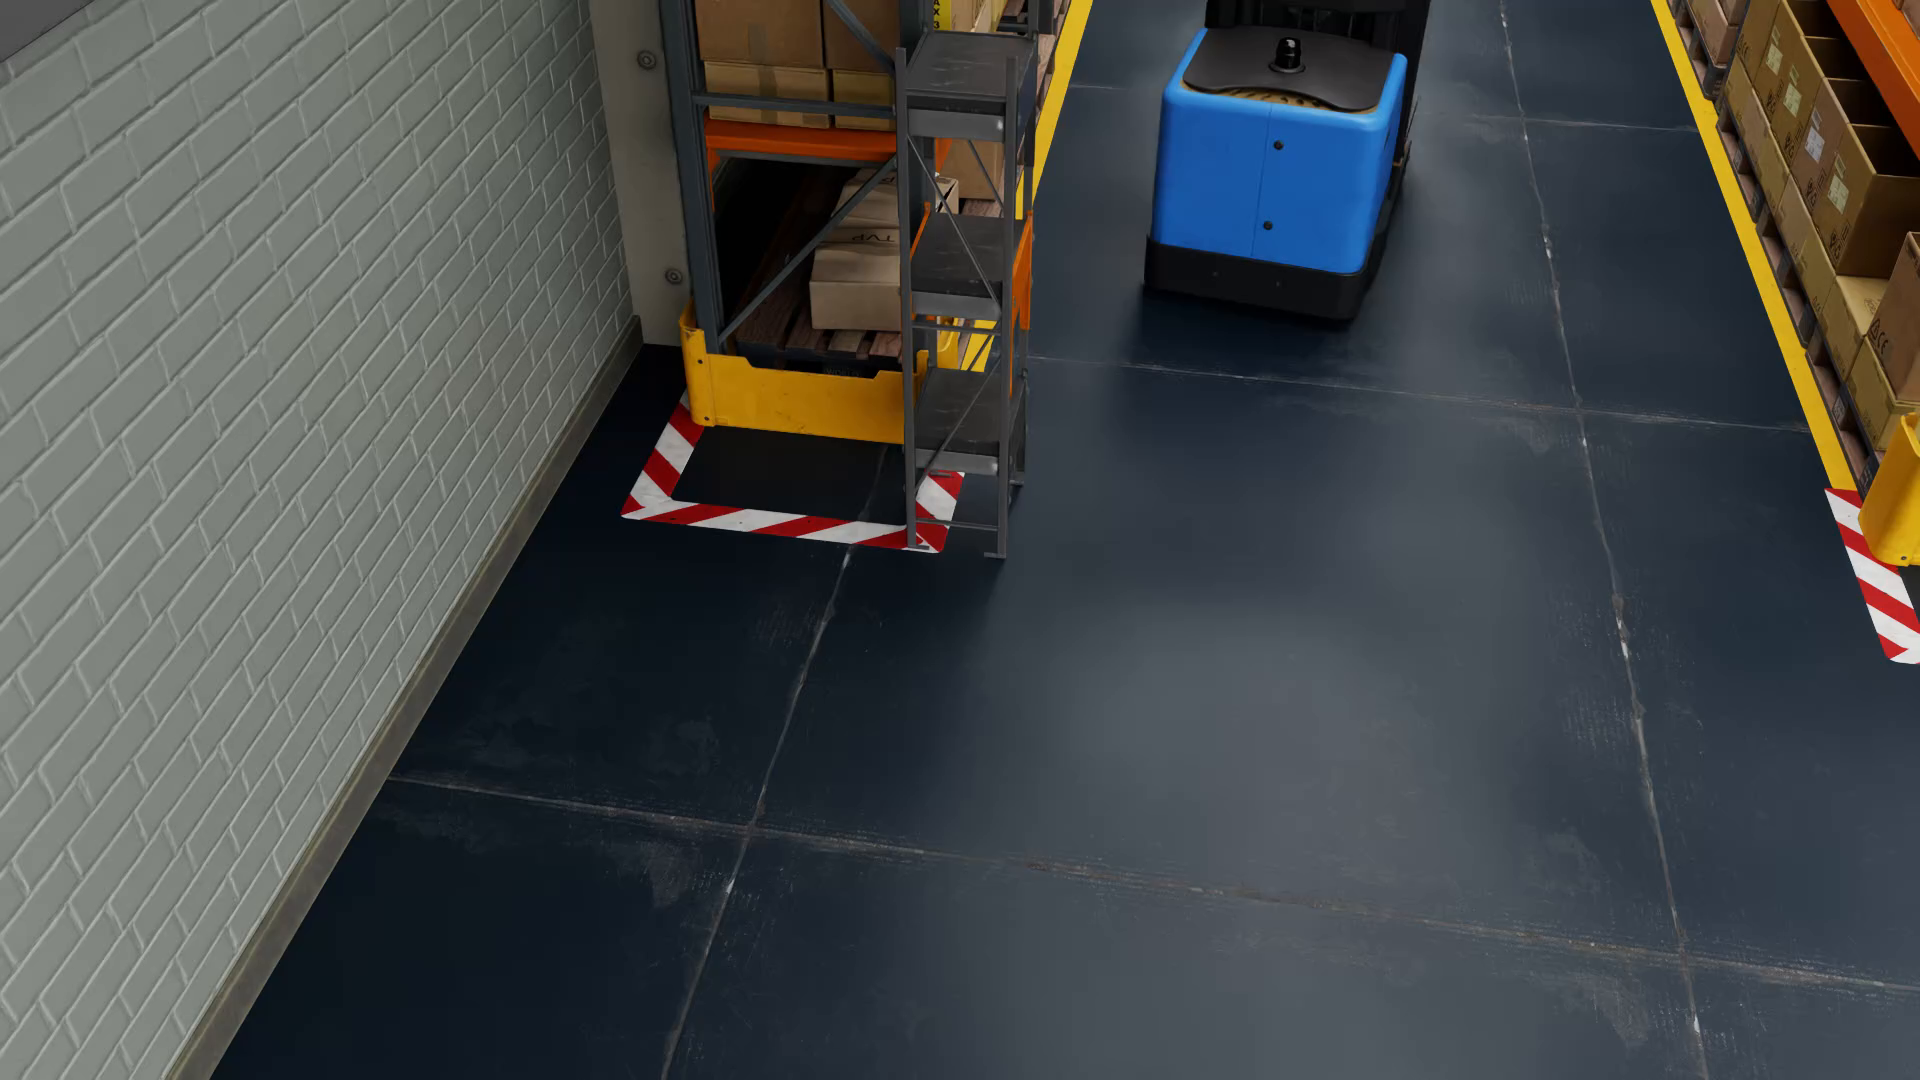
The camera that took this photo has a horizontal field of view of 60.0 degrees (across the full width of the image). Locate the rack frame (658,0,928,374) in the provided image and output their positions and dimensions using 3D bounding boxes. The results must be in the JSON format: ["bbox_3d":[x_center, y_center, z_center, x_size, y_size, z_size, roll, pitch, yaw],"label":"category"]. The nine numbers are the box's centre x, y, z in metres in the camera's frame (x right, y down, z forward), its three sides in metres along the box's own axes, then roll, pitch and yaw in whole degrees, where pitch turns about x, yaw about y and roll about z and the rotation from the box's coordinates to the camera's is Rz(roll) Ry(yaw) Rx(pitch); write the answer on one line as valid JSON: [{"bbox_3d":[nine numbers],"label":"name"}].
[{"bbox_3d":[-0.618,-1.668,6.413,1.000,3.000,0.127,6,40,8],"label":"rack frame"}]

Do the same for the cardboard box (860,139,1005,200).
[{"bbox_3d":[-0.135,-2.111,8.565,0.700,0.500,0.500,4,40,5],"label":"cardboard box"}]

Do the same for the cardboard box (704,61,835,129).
[{"bbox_3d":[-0.728,-1.932,6.835,0.500,0.250,0.500,7,40,8],"label":"cardboard box"}]

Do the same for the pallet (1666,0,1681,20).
[{"bbox_3d":[5.251,-3.794,11.173,1.003,0.211,1.213,6,40,8],"label":"pallet"}]

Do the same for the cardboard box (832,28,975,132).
[{"bbox_3d":[-0.221,-1.889,6.782,0.500,0.250,0.500,5,40,6],"label":"cardboard box"}]

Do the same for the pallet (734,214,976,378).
[{"bbox_3d":[-0.430,-1.147,7.971,1.003,0.211,1.213,6,40,8],"label":"pallet"}]

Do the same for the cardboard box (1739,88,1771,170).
[{"bbox_3d":[4.483,-2.165,8.843,0.500,0.250,0.500,6,40,8],"label":"cardboard box"}]

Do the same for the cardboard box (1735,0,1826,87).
[{"bbox_3d":[4.565,-2.769,8.985,0.500,0.500,0.500,6,40,8],"label":"cardboard box"}]

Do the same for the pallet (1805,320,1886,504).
[{"bbox_3d":[4.352,-0.534,7.230,1.003,0.211,1.213,6,40,8],"label":"pallet"}]

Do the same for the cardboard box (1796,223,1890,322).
[{"bbox_3d":[4.223,-1.224,7.705,0.500,0.250,0.500,6,40,8],"label":"cardboard box"}]

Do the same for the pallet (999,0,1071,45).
[{"bbox_3d":[0.207,-3.592,10.929,1.003,0.211,1.213,6,40,8],"label":"pallet"}]

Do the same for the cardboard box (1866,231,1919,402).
[{"bbox_3d":[4.061,-0.884,6.705,0.500,0.500,0.500,6,40,8],"label":"cardboard box"}]

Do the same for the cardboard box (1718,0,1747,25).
[{"bbox_3d":[4.741,-3.238,9.701,0.500,0.311,0.500,6,40,8],"label":"cardboard box"}]

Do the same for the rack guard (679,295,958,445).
[{"bbox_3d":[-0.605,-0.752,7.267,1.175,0.500,0.348,6,40,8],"label":"rack guard"}]

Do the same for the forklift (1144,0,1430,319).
[{"bbox_3d":[1.860,-3.127,8.232,1.130,2.935,3.031,12,41,14],"label":"forklift"}]

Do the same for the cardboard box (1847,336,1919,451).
[{"bbox_3d":[4.063,-0.595,6.944,0.500,0.250,0.500,6,40,8],"label":"cardboard box"}]

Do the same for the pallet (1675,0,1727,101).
[{"bbox_3d":[5.043,-3.026,10.244,1.003,0.211,1.213,6,40,8],"label":"pallet"}]

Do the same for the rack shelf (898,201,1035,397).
[{"bbox_3d":[0.029,-0.903,6.215,0.431,0.518,0.480,6,40,8],"label":"rack shelf"}]

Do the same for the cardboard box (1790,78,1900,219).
[{"bbox_3d":[4.307,-1.827,7.846,0.500,0.500,0.500,6,40,8],"label":"cardboard box"}]

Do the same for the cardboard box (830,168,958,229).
[{"bbox_3d":[-0.311,-1.583,8.075,0.500,0.311,0.500,10,41,11],"label":"cardboard box"}]

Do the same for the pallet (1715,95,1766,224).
[{"bbox_3d":[4.775,-2.065,9.082,1.003,0.211,1.213,6,40,8],"label":"pallet"}]

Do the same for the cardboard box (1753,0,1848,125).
[{"bbox_3d":[4.486,-2.454,8.604,0.500,0.500,0.500,6,40,8],"label":"cardboard box"}]

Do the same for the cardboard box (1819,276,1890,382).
[{"bbox_3d":[4.138,-0.910,7.325,0.500,0.250,0.500,6,40,8],"label":"cardboard box"}]

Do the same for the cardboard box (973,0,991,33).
[{"bbox_3d":[-0.145,-2.216,7.178,0.500,0.250,0.500,5,40,6],"label":"cardboard box"}]

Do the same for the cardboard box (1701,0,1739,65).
[{"bbox_3d":[4.740,-3.028,9.887,0.500,0.250,0.500,6,40,7],"label":"cardboard box"}]

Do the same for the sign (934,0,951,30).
[{"bbox_3d":[-0.084,-1.942,6.065,0.100,0.325,0.005,6,40,8],"label":"sign"}]

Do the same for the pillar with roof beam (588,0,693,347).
[{"bbox_3d":[2.891,-4.040,4.574,9.100,9.000,0.400,6,40,8],"label":"pillar with roof beam"}]

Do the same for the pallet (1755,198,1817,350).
[{"bbox_3d":[4.566,-1.297,8.153,1.003,0.211,1.213,6,40,8],"label":"pallet"}]

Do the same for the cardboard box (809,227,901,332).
[{"bbox_3d":[-0.410,-1.225,7.643,0.500,0.311,0.500,2,40,3],"label":"cardboard box"}]

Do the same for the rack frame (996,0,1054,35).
[{"bbox_3d":[0.074,-4.178,9.449,1.000,3.000,0.127,6,40,8],"label":"rack frame"}]

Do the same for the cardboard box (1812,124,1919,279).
[{"bbox_3d":[4.220,-1.513,7.466,0.500,0.500,0.500,6,40,8],"label":"cardboard box"}]

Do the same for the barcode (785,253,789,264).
[{"bbox_3d":[-0.801,-1.284,7.707,0.001,0.075,0.075,6,40,8],"label":"barcode"}]

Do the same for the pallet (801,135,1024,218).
[{"bbox_3d":[-0.216,-1.910,8.894,1.003,0.211,1.213,6,40,8],"label":"pallet"}]

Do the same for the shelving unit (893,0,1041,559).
[{"bbox_3d":[0.029,-0.913,6.206,0.431,2.100,0.503,6,40,8],"label":"shelving unit"}]

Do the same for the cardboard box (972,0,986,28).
[{"bbox_3d":[-0.144,-2.482,6.912,0.500,0.500,0.500,7,40,8],"label":"cardboard box"}]

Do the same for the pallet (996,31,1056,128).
[{"bbox_3d":[-0.007,-2.678,9.823,1.003,0.211,1.213,6,40,8],"label":"pallet"}]

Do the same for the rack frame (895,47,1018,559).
[{"bbox_3d":[-0.013,-0.760,6.021,0.400,2.100,0.015,6,40,8],"label":"rack frame"}]

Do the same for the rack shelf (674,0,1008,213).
[{"bbox_3d":[-0.272,-2.646,8.160,1.077,0.370,4.000,6,40,8],"label":"rack shelf"}]

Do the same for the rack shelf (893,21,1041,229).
[{"bbox_3d":[0.029,-1.442,5.769,0.431,0.518,0.480,6,40,8],"label":"rack shelf"}]

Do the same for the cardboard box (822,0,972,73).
[{"bbox_3d":[-0.240,-2.173,6.538,0.500,0.500,0.500,6,40,8],"label":"cardboard box"}]

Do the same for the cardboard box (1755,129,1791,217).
[{"bbox_3d":[4.392,-1.852,8.464,0.500,0.250,0.500,6,40,8],"label":"cardboard box"}]

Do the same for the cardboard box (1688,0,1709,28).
[{"bbox_3d":[4.829,-3.346,10.271,0.500,0.250,0.500,6,40,7],"label":"cardboard box"}]

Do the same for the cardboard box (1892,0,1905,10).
[{"bbox_3d":[4.707,-2.747,7.640,0.700,0.500,0.500,7,40,8],"label":"cardboard box"}]

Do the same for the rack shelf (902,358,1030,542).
[{"bbox_3d":[0.029,-0.363,6.661,0.431,0.518,0.480,6,40,8],"label":"rack shelf"}]

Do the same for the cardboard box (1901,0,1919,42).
[{"bbox_3d":[4.620,-2.426,7.251,0.700,0.500,0.500,8,40,9],"label":"cardboard box"}]

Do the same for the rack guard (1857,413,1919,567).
[{"bbox_3d":[4.257,-0.145,6.533,1.175,0.500,0.348,6,40,8],"label":"rack guard"}]

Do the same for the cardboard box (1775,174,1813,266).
[{"bbox_3d":[4.311,-1.538,8.084,0.500,0.250,0.500,6,40,8],"label":"cardboard box"}]

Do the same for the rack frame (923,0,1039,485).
[{"bbox_3d":[0.071,-1.066,6.392,0.400,2.100,0.015,6,40,8],"label":"rack frame"}]

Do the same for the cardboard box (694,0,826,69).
[{"bbox_3d":[-0.746,-2.226,6.602,0.500,0.500,0.500,6,40,7],"label":"cardboard box"}]

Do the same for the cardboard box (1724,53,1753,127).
[{"bbox_3d":[4.575,-2.479,9.222,0.500,0.250,0.500,6,40,8],"label":"cardboard box"}]

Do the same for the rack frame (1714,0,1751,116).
[{"bbox_3d":[4.954,-3.634,8.791,1.000,3.000,0.127,6,40,8],"label":"rack frame"}]

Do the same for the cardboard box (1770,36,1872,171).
[{"bbox_3d":[4.392,-2.141,8.225,0.500,0.500,0.500,6,40,8],"label":"cardboard box"}]

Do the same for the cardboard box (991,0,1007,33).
[{"bbox_3d":[-0.051,-2.535,7.564,0.500,0.250,0.500,6,40,7],"label":"cardboard box"}]
